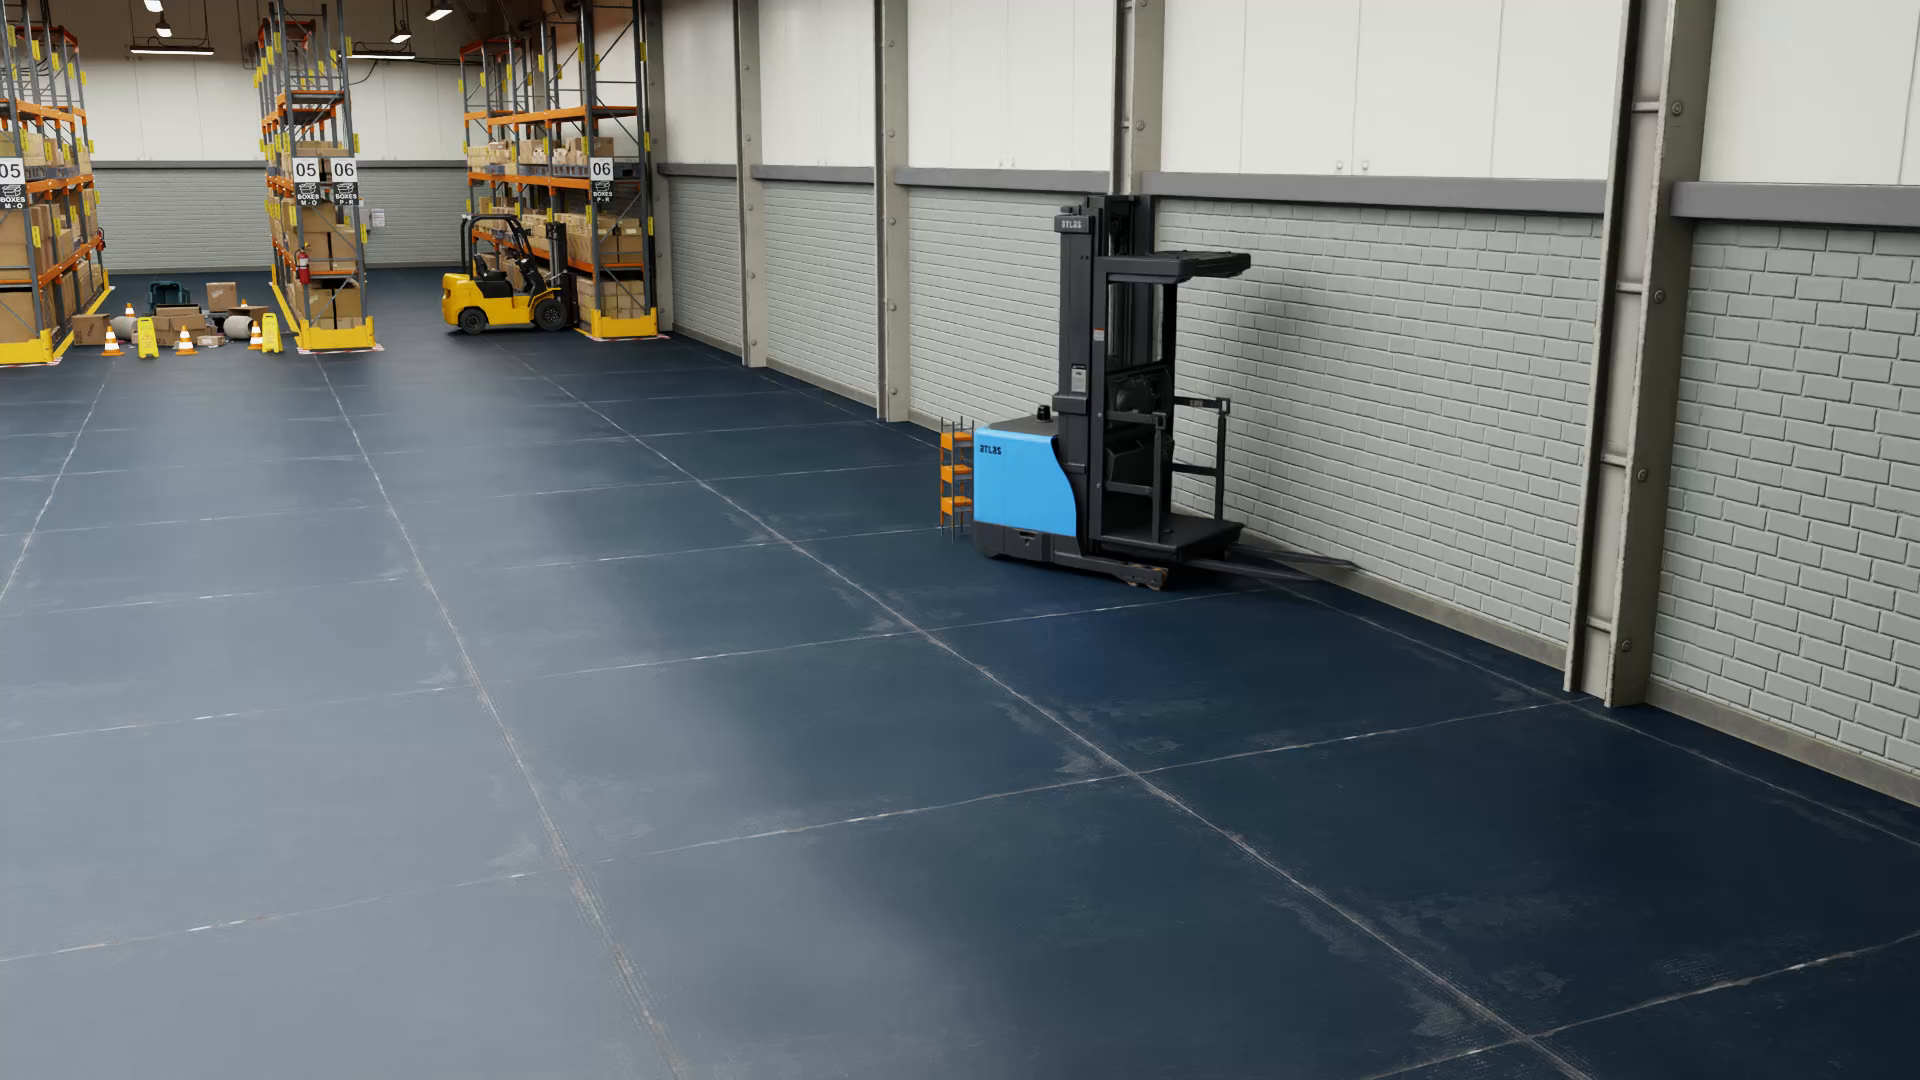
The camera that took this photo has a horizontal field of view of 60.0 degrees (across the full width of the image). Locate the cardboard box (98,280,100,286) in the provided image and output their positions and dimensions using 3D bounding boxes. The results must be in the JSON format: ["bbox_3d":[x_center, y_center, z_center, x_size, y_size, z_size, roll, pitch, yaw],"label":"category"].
[{"bbox_3d":[-20.743,-6.150,39.679,0.380,0.149,0.250,-6,14,-25],"label":"cardboard box"}]

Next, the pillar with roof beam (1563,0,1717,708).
[{"bbox_3d":[0.029,-3.039,7.544,9.100,9.000,0.400,-6,14,-23],"label":"pillar with roof beam"}]

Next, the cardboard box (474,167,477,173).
[{"bbox_3d":[-12.349,-9.576,42.996,0.380,0.149,0.250,-6,14,-23],"label":"cardboard box"}]

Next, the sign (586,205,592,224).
[{"bbox_3d":[-6.690,-5.872,29.995,0.100,0.325,0.005,-6,14,-23],"label":"sign"}]

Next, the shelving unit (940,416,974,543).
[{"bbox_3d":[-0.021,-0.523,14.299,0.215,1.050,0.252,-6,14,-23],"label":"shelving unit"}]

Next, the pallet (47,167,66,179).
[{"bbox_3d":[-17.676,-6.985,31.662,1.003,0.211,1.213,-5,14,-20],"label":"pallet"}]

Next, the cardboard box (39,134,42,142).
[{"bbox_3d":[-16.292,-7.030,29.073,0.380,0.149,0.250,-6,14,-23],"label":"cardboard box"}]

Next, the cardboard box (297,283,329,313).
[{"bbox_3d":[-11.702,-4.374,30.120,0.500,0.500,0.500,-6,14,-24],"label":"cardboard box"}]

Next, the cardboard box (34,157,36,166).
[{"bbox_3d":[-15.681,-6.327,27.805,0.380,0.149,0.250,-5,14,-22],"label":"cardboard box"}]

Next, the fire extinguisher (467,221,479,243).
[{"bbox_3d":[-13.079,-8.313,44.636,0.296,0.674,0.183,-6,14,-23],"label":"fire extinguisher"}]

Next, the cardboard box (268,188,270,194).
[{"bbox_3d":[-17.085,-8.737,41.588,0.380,0.149,0.250,-5,14,-21],"label":"cardboard box"}]

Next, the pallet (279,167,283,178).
[{"bbox_3d":[-12.904,-7.337,33.182,1.213,0.211,1.003,-6,14,-23],"label":"pallet"}]

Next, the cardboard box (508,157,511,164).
[{"bbox_3d":[-10.246,-8.794,38.508,0.380,0.149,0.250,-5,14,-21],"label":"cardboard box"}]

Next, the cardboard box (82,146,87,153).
[{"bbox_3d":[-20.918,-9.253,39.386,0.380,0.149,0.250,-5,14,-22],"label":"cardboard box"}]

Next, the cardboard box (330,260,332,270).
[{"bbox_3d":[-10.795,-4.807,29.043,0.380,0.149,0.250,-5,14,-22],"label":"cardboard box"}]

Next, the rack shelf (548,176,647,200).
[{"bbox_3d":[-6.989,-6.763,31.880,1.077,0.370,4.000,-6,14,-23],"label":"rack shelf"}]

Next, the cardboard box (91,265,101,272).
[{"bbox_3d":[-20.926,-6.547,40.077,0.380,0.149,0.250,-6,14,-24],"label":"cardboard box"}]

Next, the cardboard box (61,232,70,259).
[{"bbox_3d":[-17.399,-5.642,31.874,0.500,0.500,0.500,-5,14,-22],"label":"cardboard box"}]

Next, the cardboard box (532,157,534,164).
[{"bbox_3d":[-8.817,-8.016,35.105,0.380,0.149,0.250,-6,14,-24],"label":"cardboard box"}]

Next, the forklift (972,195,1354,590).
[{"bbox_3d":[1.582,-1.182,12.975,3.031,2.935,1.130,10,16,36],"label":"forklift"}]

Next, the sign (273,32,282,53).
[{"bbox_3d":[-11.251,-8.198,27.413,0.100,0.325,0.005,-6,14,-23],"label":"sign"}]

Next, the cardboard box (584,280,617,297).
[{"bbox_3d":[-6.658,-4.658,30.791,0.500,0.250,0.500,-5,14,-21],"label":"cardboard box"}]

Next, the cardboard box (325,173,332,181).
[{"bbox_3d":[-10.757,-6.272,28.723,0.380,0.149,0.250,-6,14,-25],"label":"cardboard box"}]

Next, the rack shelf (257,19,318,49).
[{"bbox_3d":[-14.740,-11.047,36.367,1.077,0.370,4.000,-6,14,-23],"label":"rack shelf"}]

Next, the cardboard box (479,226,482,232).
[{"bbox_3d":[-12.246,-8.058,43.092,0.380,0.149,0.250,-6,14,-25],"label":"cardboard box"}]

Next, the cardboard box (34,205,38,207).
[{"bbox_3d":[-16.298,-5.440,28.497,0.875,0.550,0.550,-6,14,-23],"label":"cardboard box"}]

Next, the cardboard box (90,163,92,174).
[{"bbox_3d":[-21.214,-8.945,40.047,0.500,0.250,0.500,-6,14,-24],"label":"cardboard box"}]

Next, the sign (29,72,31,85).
[{"bbox_3d":[-22.136,-10.994,39.669,0.100,0.325,0.005,-6,14,-23],"label":"sign"}]

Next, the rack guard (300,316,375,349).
[{"bbox_3d":[-10.764,-3.587,28.761,1.175,0.500,0.348,-6,14,-23],"label":"rack guard"}]

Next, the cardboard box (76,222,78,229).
[{"bbox_3d":[-19.492,-6.857,36.313,0.380,0.149,0.250,-5,14,-21],"label":"cardboard box"}]

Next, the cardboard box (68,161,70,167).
[{"bbox_3d":[-18.625,-7.729,34.238,0.500,0.500,0.500,-6,14,-23],"label":"cardboard box"}]

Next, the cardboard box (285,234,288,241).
[{"bbox_3d":[-13.738,-6.260,34.389,0.380,0.149,0.250,-6,14,-23],"label":"cardboard box"}]

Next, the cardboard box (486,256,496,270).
[{"bbox_3d":[-11.716,-7.001,42.581,0.700,0.500,0.500,-6,14,-25],"label":"cardboard box"}]

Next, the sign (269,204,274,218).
[{"bbox_3d":[-16.049,-7.678,38.798,0.100,0.325,0.005,-6,14,-23],"label":"sign"}]

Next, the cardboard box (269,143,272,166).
[{"bbox_3d":[-14.910,-8.495,36.615,0.500,0.500,0.500,-5,14,-22],"label":"cardboard box"}]

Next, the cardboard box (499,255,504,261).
[{"bbox_3d":[-11.094,-6.922,40.801,0.380,0.149,0.250,-5,14,-20],"label":"cardboard box"}]

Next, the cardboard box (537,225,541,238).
[{"bbox_3d":[-8.633,-6.525,35.136,0.500,0.250,0.500,-5,14,-22],"label":"cardboard box"}]

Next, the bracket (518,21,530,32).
[{"bbox_3d":[-10.606,-12.502,40.445,0.235,0.232,0.430,-6,14,-23],"label":"bracket"}]

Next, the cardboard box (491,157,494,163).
[{"bbox_3d":[-10.953,-9.052,39.581,0.380,0.149,0.250,-5,14,-22],"label":"cardboard box"}]

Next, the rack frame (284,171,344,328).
[{"bbox_3d":[-12.336,-5.616,31.982,1.000,3.000,0.127,-6,14,-23],"label":"rack frame"}]

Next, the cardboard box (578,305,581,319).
[{"bbox_3d":[-7.048,-4.380,31.808,0.500,0.250,0.500,-5,14,-22],"label":"cardboard box"}]

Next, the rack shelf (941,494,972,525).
[{"bbox_3d":[-0.021,-0.241,14.364,0.215,0.259,0.240,-6,14,-23],"label":"rack shelf"}]

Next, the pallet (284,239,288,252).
[{"bbox_3d":[-13.556,-6.211,34.979,1.213,0.211,1.003,-6,14,-23],"label":"pallet"}]

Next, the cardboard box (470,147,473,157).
[{"bbox_3d":[-12.463,-10.100,43.267,0.500,0.250,0.500,-6,14,-23],"label":"cardboard box"}]

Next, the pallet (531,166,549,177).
[{"bbox_3d":[-8.588,-7.898,35.608,1.003,0.211,1.213,-5,14,-20],"label":"pallet"}]

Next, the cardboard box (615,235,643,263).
[{"bbox_3d":[-6.131,-5.415,30.891,0.500,0.500,0.500,-5,14,-21],"label":"cardboard box"}]

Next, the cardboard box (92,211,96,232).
[{"bbox_3d":[-20.809,-7.540,39.415,0.500,0.500,0.500,-6,14,-23],"label":"cardboard box"}]

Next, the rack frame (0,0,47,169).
[{"bbox_3d":[-16.831,-8.071,29.283,1.000,3.000,0.127,-6,14,-23],"label":"rack frame"}]

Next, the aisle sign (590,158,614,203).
[{"bbox_3d":[-6.430,-6.465,29.885,0.394,0.787,0.004,-6,14,-23],"label":"aisle sign"}]

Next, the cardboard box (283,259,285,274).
[{"bbox_3d":[-16.787,-6.924,42.385,0.875,0.438,0.875,-6,14,-25],"label":"cardboard box"}]
